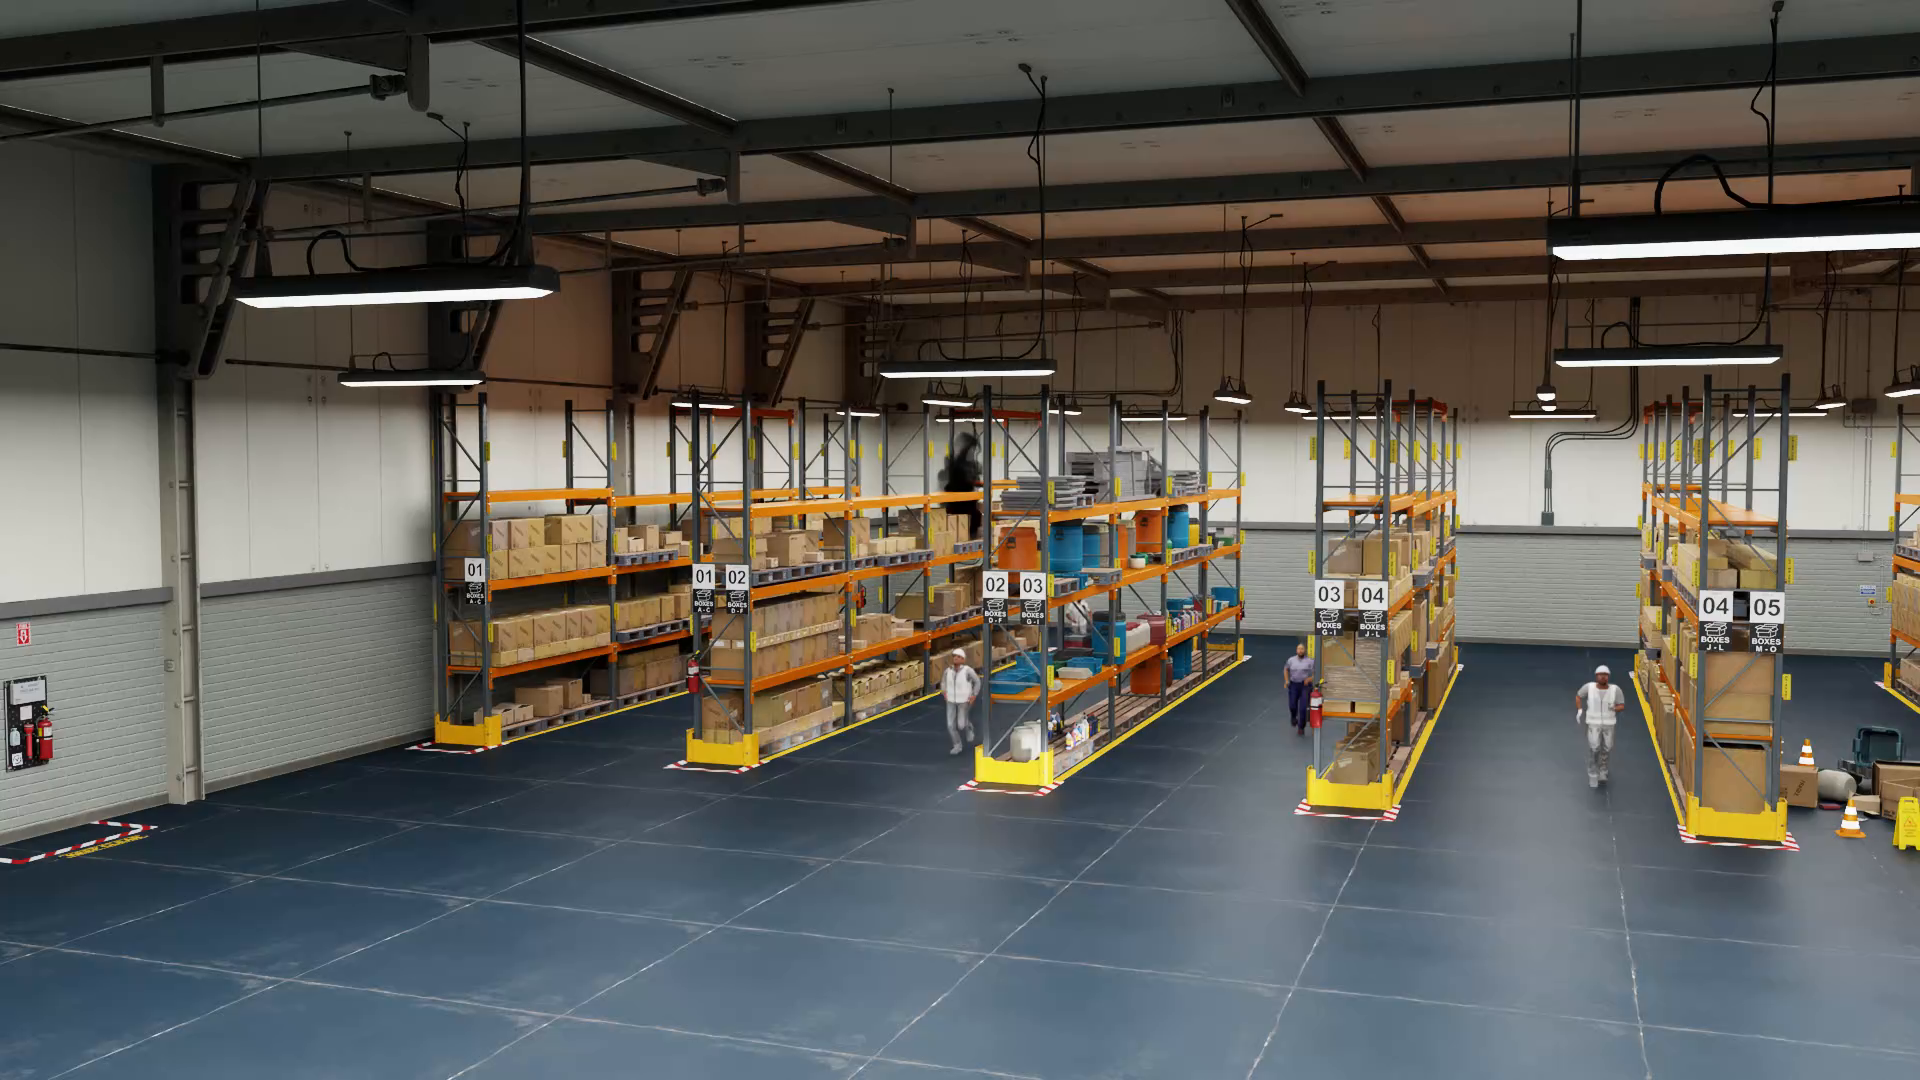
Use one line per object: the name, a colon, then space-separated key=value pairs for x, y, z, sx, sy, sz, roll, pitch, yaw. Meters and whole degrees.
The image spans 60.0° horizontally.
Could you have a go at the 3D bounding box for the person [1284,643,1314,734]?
person: x=6.037 y=2.644 z=29.518 sx=0.611 sy=1.596 sz=0.545 roll=1 pitch=3 yaw=16

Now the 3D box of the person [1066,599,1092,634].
person: x=2.821 y=2.068 z=39.502 sx=0.626 sy=1.735 sz=0.807 roll=0 pitch=3 yaw=4

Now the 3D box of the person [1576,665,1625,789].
person: x=9.578 y=2.792 z=24.856 sx=0.660 sy=1.837 sz=0.759 roll=1 pitch=3 yaw=12

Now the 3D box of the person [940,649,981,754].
person: x=-0.017 y=2.673 z=27.660 sx=0.691 sy=1.735 sz=0.609 roll=1 pitch=3 yaw=20
